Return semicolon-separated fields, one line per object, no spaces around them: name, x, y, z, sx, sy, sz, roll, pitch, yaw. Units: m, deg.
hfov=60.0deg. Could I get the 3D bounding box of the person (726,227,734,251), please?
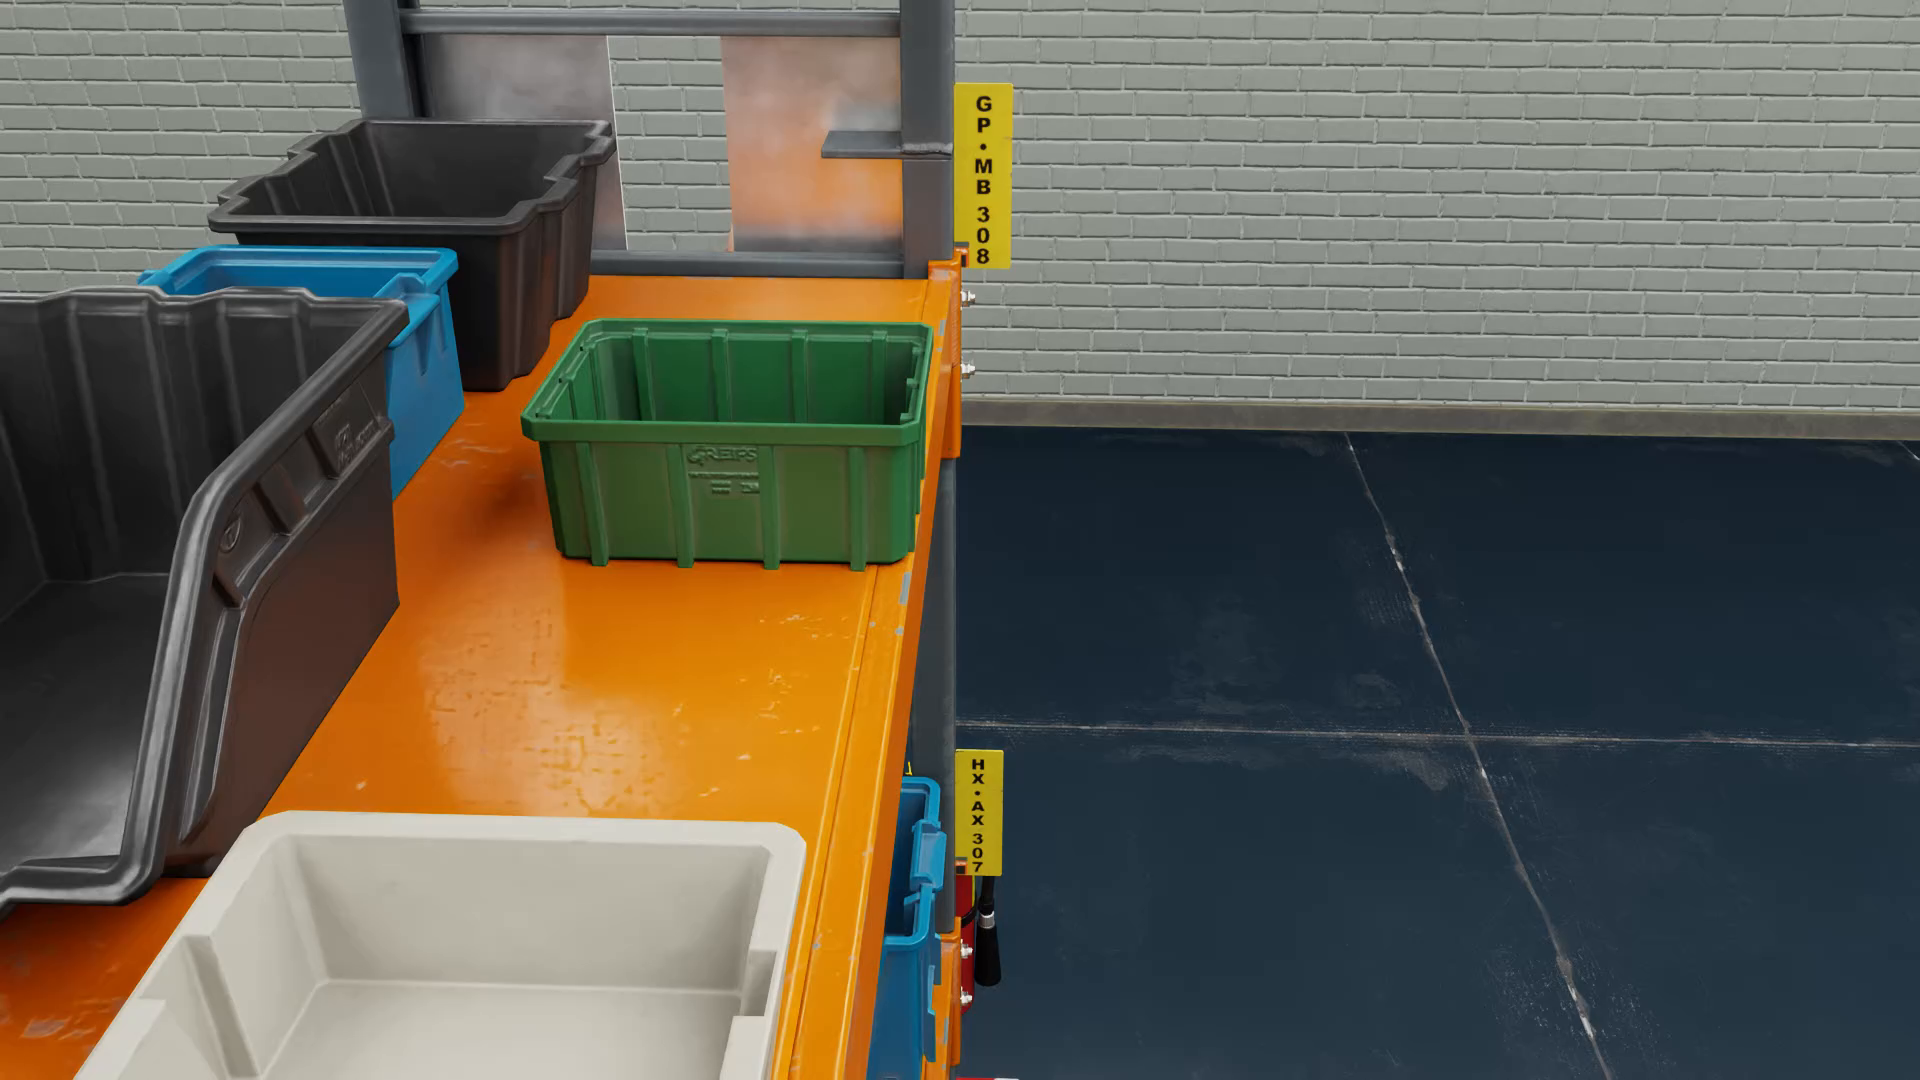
person;-0.861;-0.490;7.053;0.617;1.783;0.609;4;28;7
